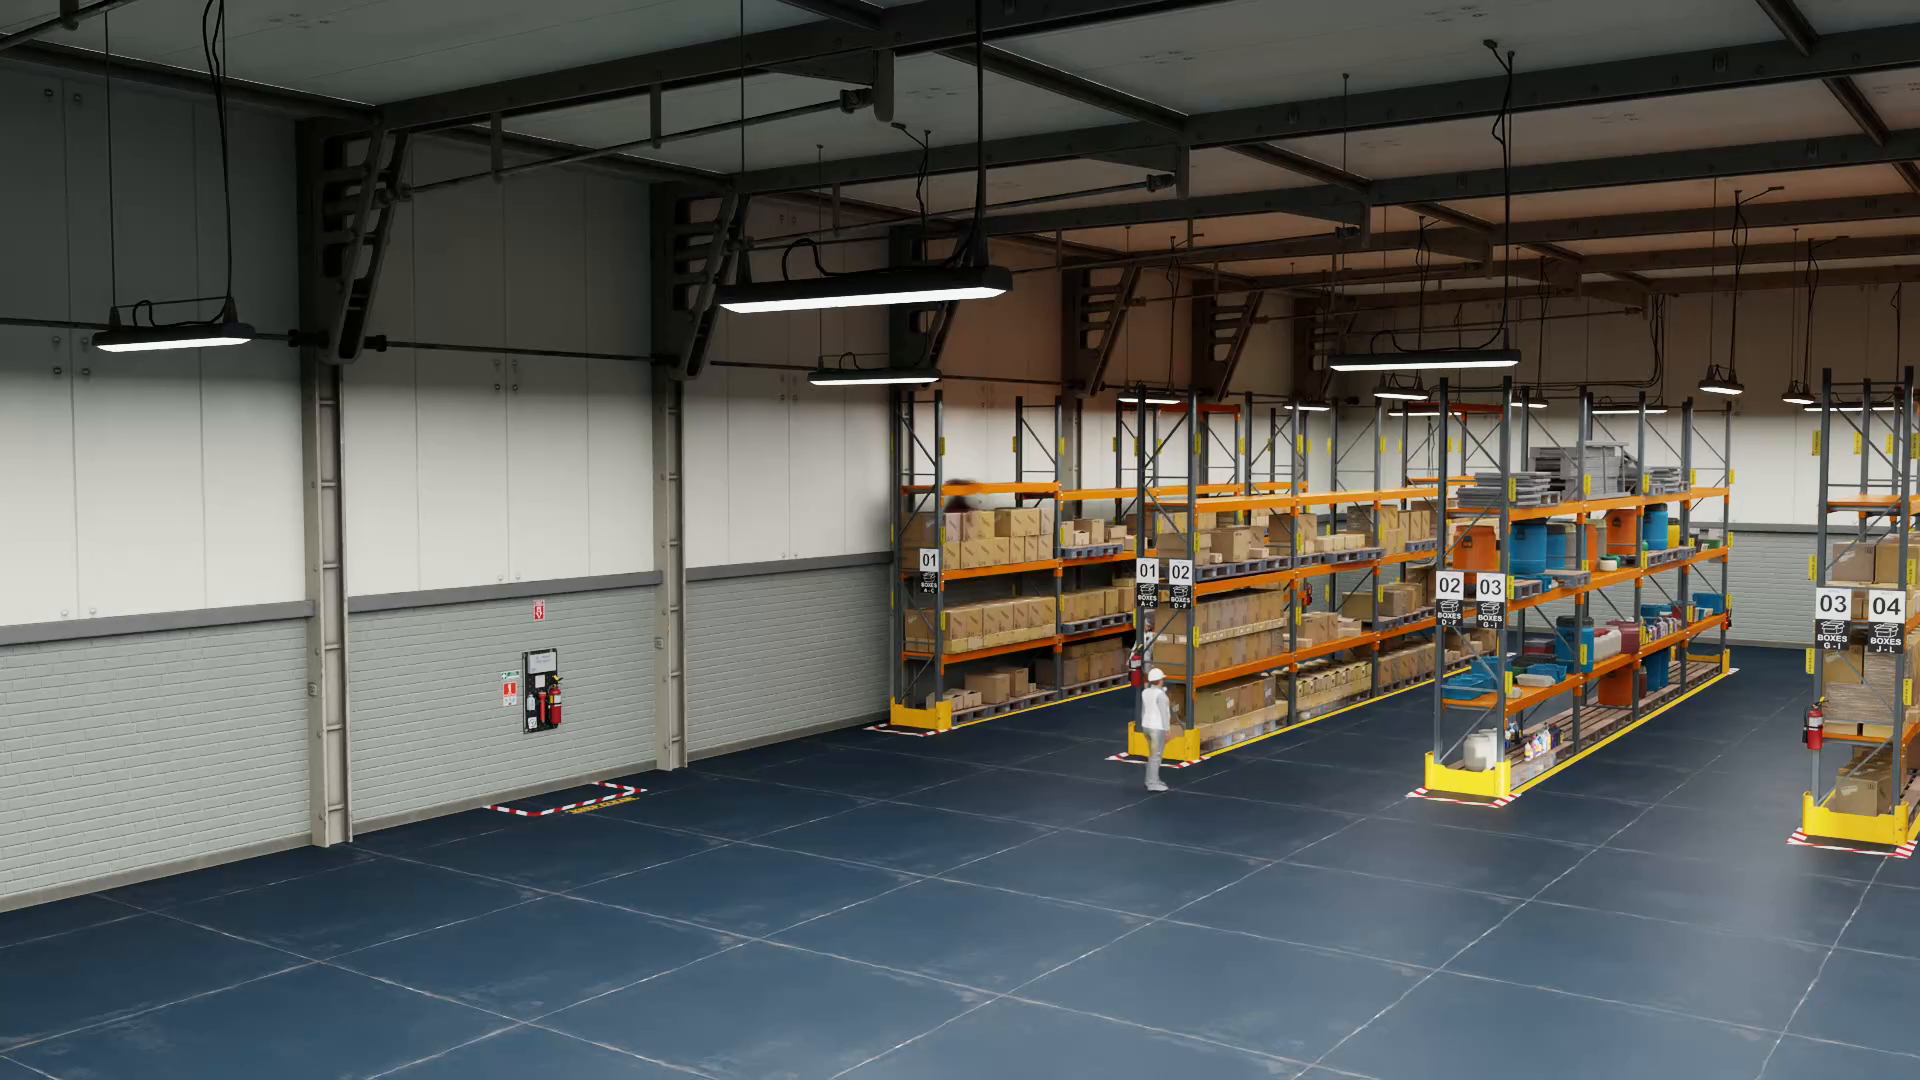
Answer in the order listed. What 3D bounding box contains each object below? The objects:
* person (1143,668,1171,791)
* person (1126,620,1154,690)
[{"bbox_3d":[2.915,2.758,24.212,0.460,1.786,0.597,-1,3,-20],"label":"person"},{"bbox_3d":[3.560,2.370,32.338,0.573,1.639,0.825,1,3,23],"label":"person"}]
